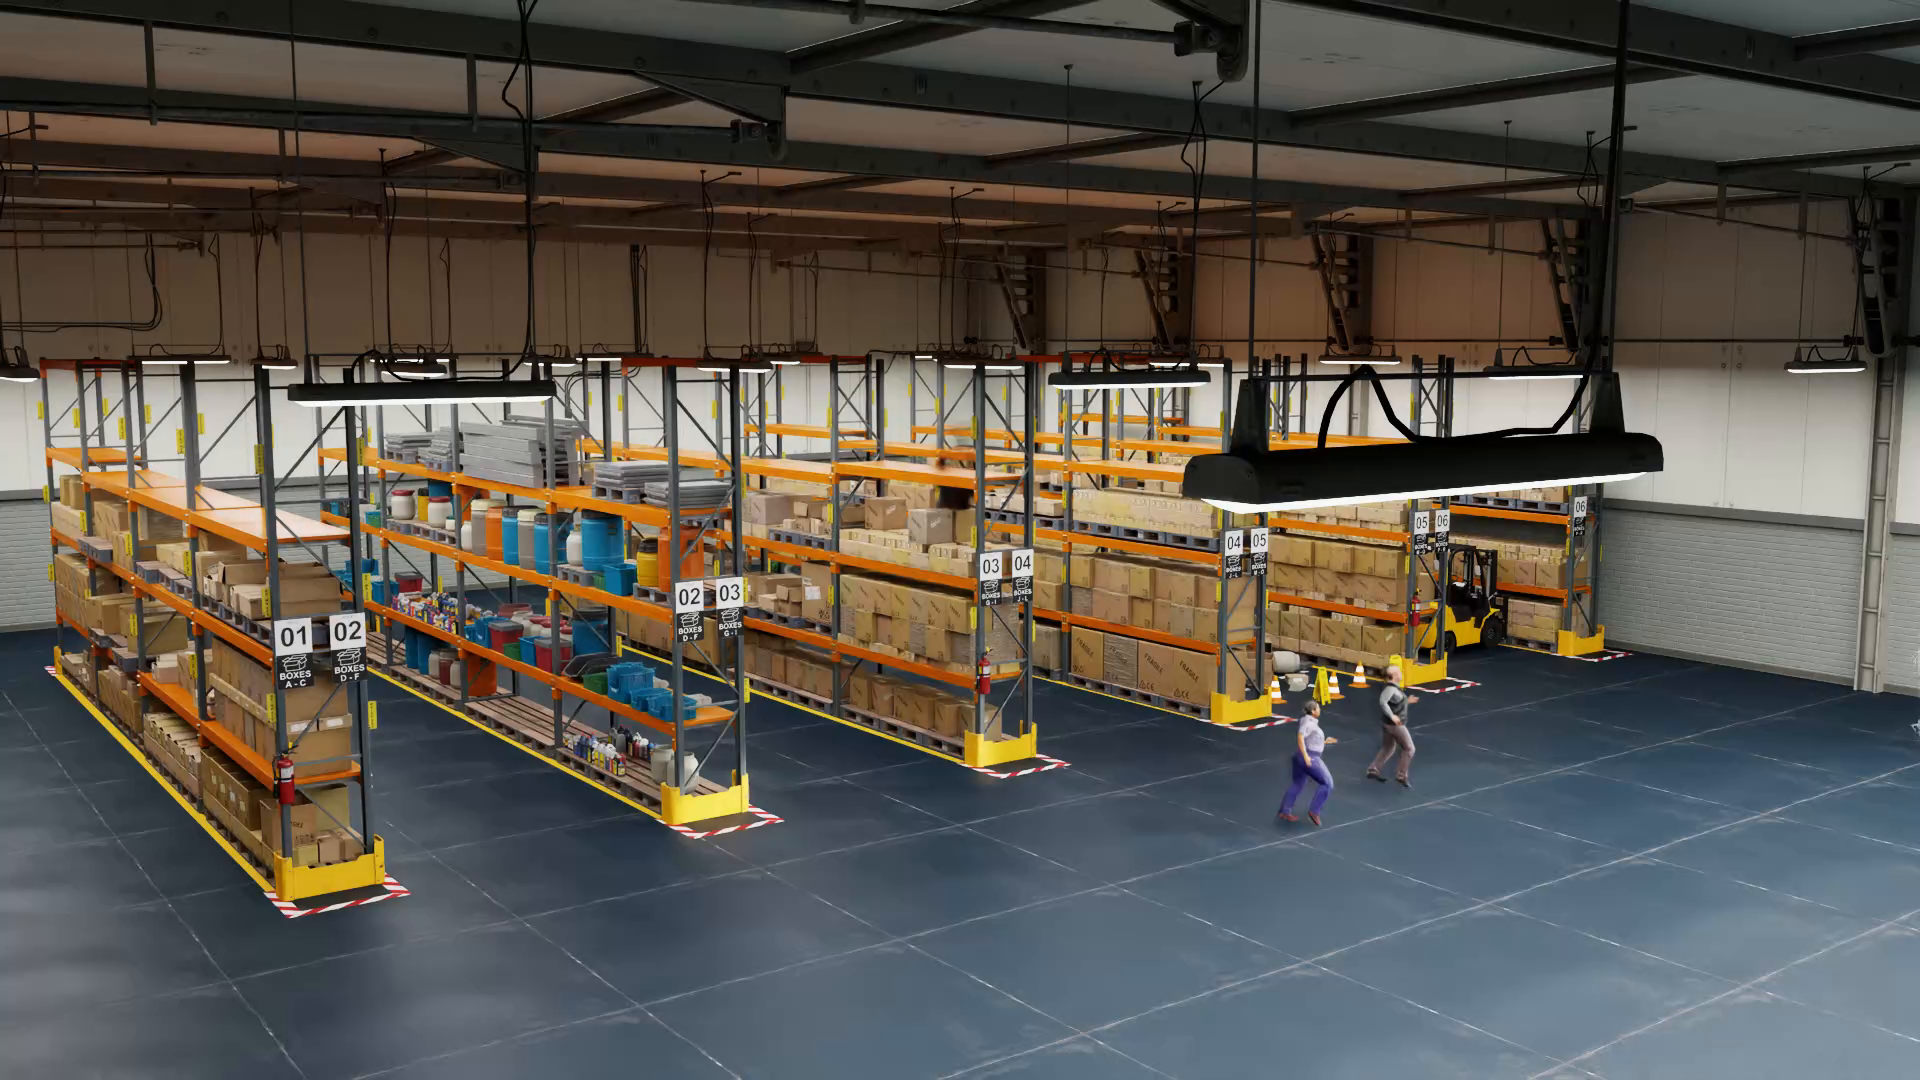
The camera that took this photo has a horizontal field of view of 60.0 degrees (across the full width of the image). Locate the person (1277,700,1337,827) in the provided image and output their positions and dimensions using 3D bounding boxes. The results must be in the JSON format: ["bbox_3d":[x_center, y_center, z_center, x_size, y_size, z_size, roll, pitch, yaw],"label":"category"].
[{"bbox_3d":[4.558,2.929,21.741,0.796,1.675,0.570,-1,7,-10],"label":"person"}]

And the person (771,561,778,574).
[{"bbox_3d":[-4.611,0.383,42.301,0.585,1.739,0.666,-4,8,-33],"label":"person"}]

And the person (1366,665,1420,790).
[{"bbox_3d":[6.153,2.658,23.579,0.724,1.781,0.639,0,7,2],"label":"person"}]

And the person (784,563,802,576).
[{"bbox_3d":[-4.136,0.507,41.798,0.673,1.664,0.630,3,8,26],"label":"person"}]
